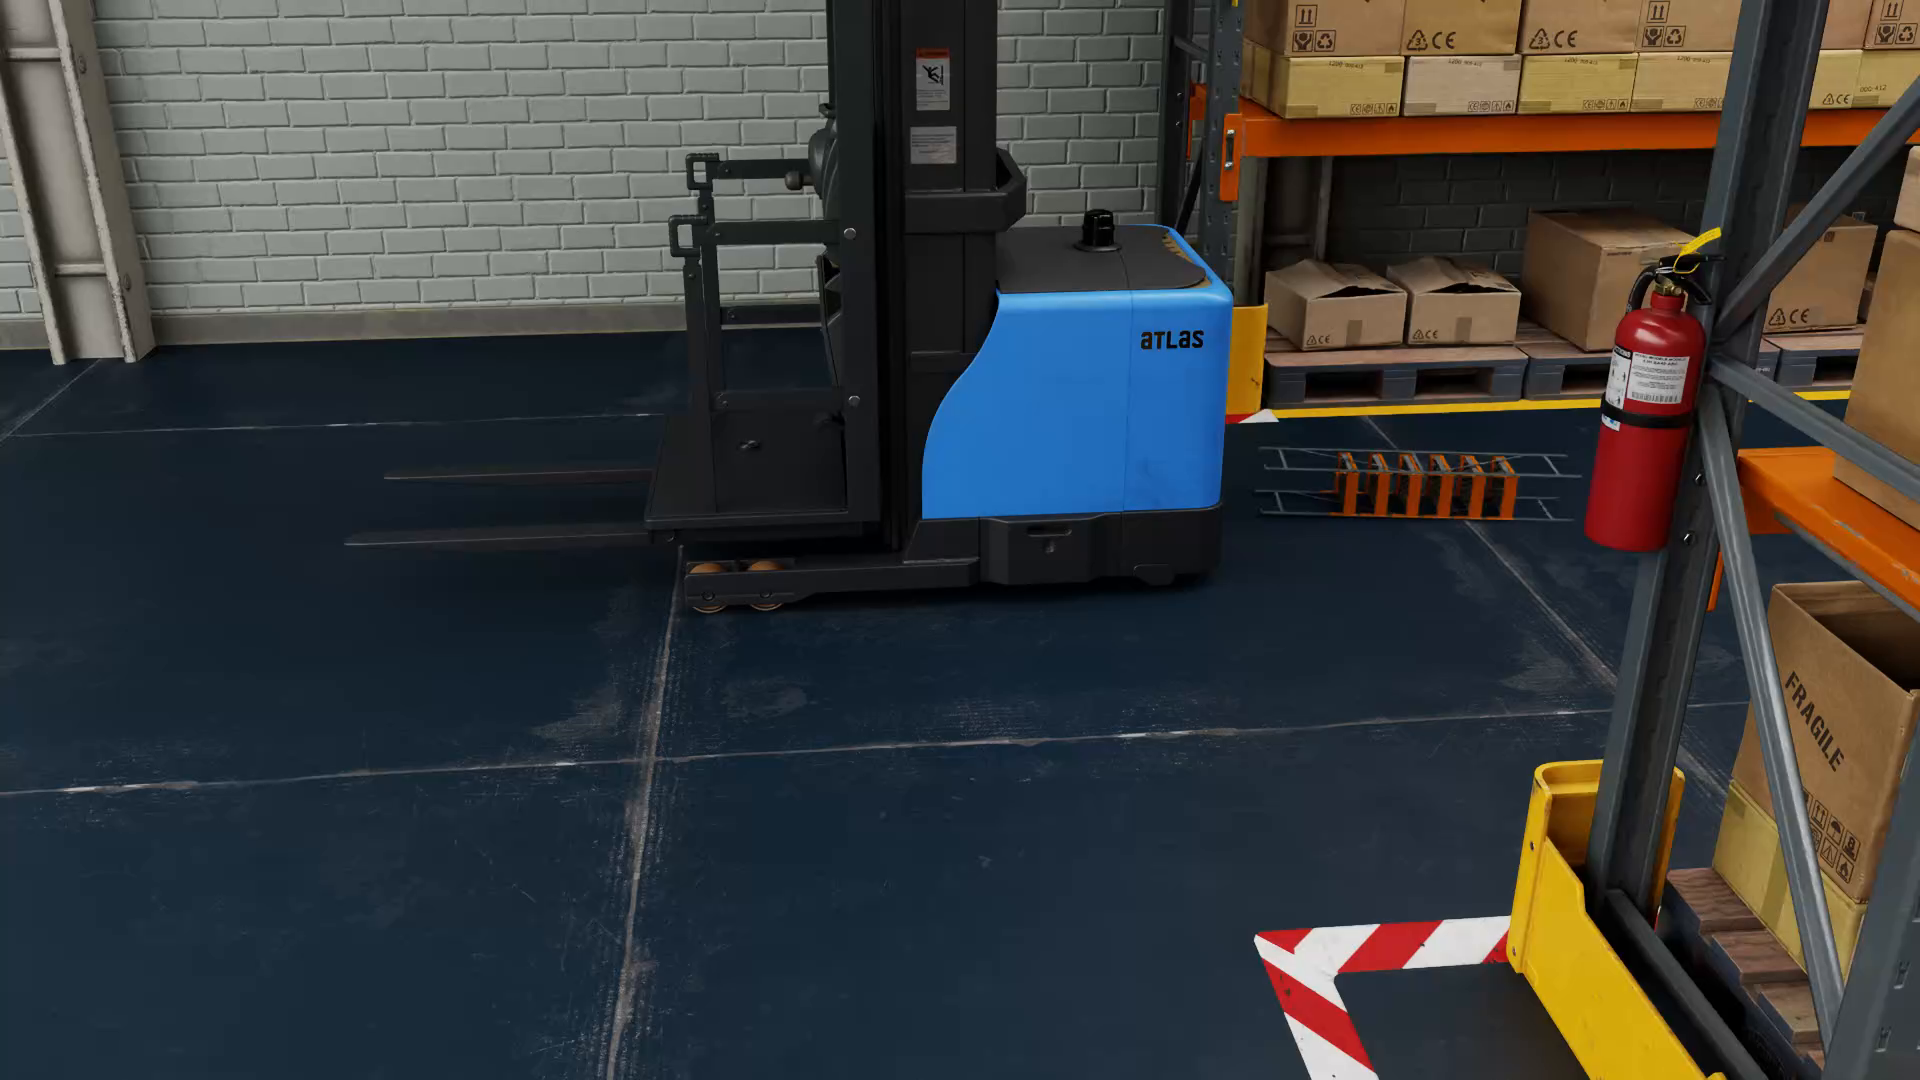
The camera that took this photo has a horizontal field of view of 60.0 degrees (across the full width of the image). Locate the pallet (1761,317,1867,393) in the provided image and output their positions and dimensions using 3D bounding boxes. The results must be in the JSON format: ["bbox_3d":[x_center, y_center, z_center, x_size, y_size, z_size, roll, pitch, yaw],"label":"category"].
[{"bbox_3d":[4.387,-1.013,8.268,1.213,0.211,1.003,-2,24,-5],"label":"pallet"}]

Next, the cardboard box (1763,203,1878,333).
[{"bbox_3d":[4.023,-1.329,8.083,0.500,0.500,0.500,-4,24,-9],"label":"cardboard box"}]

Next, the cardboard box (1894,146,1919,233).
[{"bbox_3d":[1.923,-0.601,2.986,0.250,0.149,0.380,-3,24,-6],"label":"cardboard box"}]

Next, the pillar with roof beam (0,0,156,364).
[{"bbox_3d":[-3.865,-3.308,2.612,0.400,9.000,9.100,-2,24,-5],"label":"pillar with roof beam"}]

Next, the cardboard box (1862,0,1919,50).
[{"bbox_3d":[4.115,-2.445,7.295,0.500,0.500,0.500,-2,24,-5],"label":"cardboard box"}]

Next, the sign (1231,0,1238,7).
[{"bbox_3d":[1.125,-2.345,6.766,0.005,0.325,0.100,-2,24,-5],"label":"sign"}]

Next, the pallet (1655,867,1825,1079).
[{"bbox_3d":[2.319,1.061,3.604,1.213,0.211,1.003,-2,24,-5],"label":"pallet"}]

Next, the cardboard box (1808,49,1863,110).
[{"bbox_3d":[3.614,-2.084,7.406,0.500,0.250,0.500,-2,24,-5],"label":"cardboard box"}]

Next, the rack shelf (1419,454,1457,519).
[{"bbox_3d":[1.851,-0.216,6.496,0.103,0.180,0.258,2,24,3],"label":"rack shelf"}]

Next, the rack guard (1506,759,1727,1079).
[{"bbox_3d":[1.538,0.977,3.436,0.348,0.500,1.175,-2,24,-5],"label":"rack guard"}]

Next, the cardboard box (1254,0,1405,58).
[{"bbox_3d":[1.576,-2.349,7.079,0.500,0.500,0.500,-2,24,-5],"label":"cardboard box"}]

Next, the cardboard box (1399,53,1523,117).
[{"bbox_3d":[2.103,-2.027,7.276,0.500,0.250,0.500,-3,24,-7],"label":"cardboard box"}]

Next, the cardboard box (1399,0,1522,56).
[{"bbox_3d":[2.068,-2.365,7.114,0.500,0.500,0.500,-2,24,-5],"label":"cardboard box"}]

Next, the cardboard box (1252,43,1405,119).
[{"bbox_3d":[1.588,-2.000,7.217,0.500,0.250,0.500,-3,24,-7],"label":"cardboard box"}]

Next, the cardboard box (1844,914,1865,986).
[{"bbox_3d":[2.117,0.967,3.250,0.500,0.250,0.500,-2,24,-5],"label":"cardboard box"}]

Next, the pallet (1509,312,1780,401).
[{"bbox_3d":[3.170,-0.963,8.156,1.213,0.211,1.003,-2,24,-5],"label":"pallet"}]

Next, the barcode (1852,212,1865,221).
[{"bbox_3d":[4.491,-1.608,8.317,0.075,0.075,0.001,-2,24,-5],"label":"barcode"}]

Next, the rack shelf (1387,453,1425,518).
[{"bbox_3d":[1.731,-0.220,6.502,0.103,0.180,0.258,2,24,3],"label":"rack shelf"}]

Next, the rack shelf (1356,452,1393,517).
[{"bbox_3d":[1.611,-0.223,6.508,0.103,0.180,0.258,2,24,3],"label":"rack shelf"}]

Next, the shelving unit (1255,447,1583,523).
[{"bbox_3d":[1.776,-0.218,6.500,1.200,0.189,0.258,2,24,3],"label":"shelving unit"}]

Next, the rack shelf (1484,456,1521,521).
[{"bbox_3d":[2.091,-0.210,6.485,0.103,0.180,0.258,2,24,3],"label":"rack shelf"}]

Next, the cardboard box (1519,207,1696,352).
[{"bbox_3d":[3.071,-1.250,7.905,0.500,0.500,0.700,-4,24,-8],"label":"cardboard box"}]

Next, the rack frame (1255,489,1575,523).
[{"bbox_3d":[1.775,-0.135,6.537,1.200,0.006,0.240,2,24,3],"label":"rack frame"}]

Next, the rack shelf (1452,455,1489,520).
[{"bbox_3d":[1.971,-0.213,6.491,0.103,0.180,0.258,2,24,3],"label":"rack shelf"}]

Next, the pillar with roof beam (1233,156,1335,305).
[{"bbox_3d":[2.106,-3.547,3.151,0.400,9.000,9.100,-2,24,-5],"label":"pillar with roof beam"}]

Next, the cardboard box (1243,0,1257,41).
[{"bbox_3d":[1.519,-2.556,7.545,0.500,0.500,0.500,-3,24,-6],"label":"cardboard box"}]

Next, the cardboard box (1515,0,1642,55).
[{"bbox_3d":[2.583,-2.383,7.155,0.500,0.500,0.500,-3,24,-7],"label":"cardboard box"}]

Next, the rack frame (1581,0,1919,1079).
[{"bbox_3d":[1.562,-0.166,2.931,0.127,3.000,1.000,-2,24,-5],"label":"rack frame"}]

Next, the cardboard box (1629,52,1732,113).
[{"bbox_3d":[3.114,-2.064,7.360,0.500,0.250,0.500,-2,24,-5],"label":"cardboard box"}]

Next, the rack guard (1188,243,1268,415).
[{"bbox_3d":[1.147,-1.029,7.950,0.348,0.500,1.175,-2,24,-5],"label":"rack guard"}]

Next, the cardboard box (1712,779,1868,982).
[{"bbox_3d":[2.066,0.758,3.721,0.500,0.250,0.500,-2,24,-5],"label":"cardboard box"}]

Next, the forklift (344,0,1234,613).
[{"bbox_3d":[-0.627,-1.315,5.600,3.031,2.935,1.130,-2,24,-5],"label":"forklift"}]

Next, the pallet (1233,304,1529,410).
[{"bbox_3d":[1.959,-0.915,8.049,1.213,0.211,1.003,-2,24,-5],"label":"pallet"}]

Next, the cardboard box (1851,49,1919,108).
[{"bbox_3d":[4.113,-2.111,7.465,0.500,0.250,0.500,-2,24,-5],"label":"cardboard box"}]

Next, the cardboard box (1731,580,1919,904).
[{"bbox_3d":[2.066,0.414,3.570,0.500,0.500,0.500,-2,24,-5],"label":"cardboard box"}]

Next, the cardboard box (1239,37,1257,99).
[{"bbox_3d":[1.517,-2.206,7.680,0.500,0.250,0.500,-2,24,-4],"label":"cardboard box"}]

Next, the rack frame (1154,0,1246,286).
[{"bbox_3d":[1.071,-2.168,7.435,0.127,3.000,1.000,-2,24,-5],"label":"rack frame"}]

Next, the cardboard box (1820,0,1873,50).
[{"bbox_3d":[3.613,-2.429,7.259,0.500,0.500,0.500,-3,24,-7],"label":"cardboard box"}]

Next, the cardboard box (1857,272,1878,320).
[{"bbox_3d":[4.522,-1.201,8.205,0.250,0.166,0.380,-5,25,-12],"label":"cardboard box"}]

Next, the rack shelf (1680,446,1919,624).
[{"bbox_3d":[3.552,0.083,3.256,4.000,0.370,1.077,-2,24,-5],"label":"rack shelf"}]

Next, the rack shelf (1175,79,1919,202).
[{"bbox_3d":[3.061,-1.919,7.761,4.000,0.370,1.077,-2,24,-5],"label":"rack shelf"}]

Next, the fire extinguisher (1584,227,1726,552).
[{"bbox_3d":[1.398,-0.314,3.358,0.183,0.674,0.296,-2,24,-5],"label":"fire extinguisher"}]

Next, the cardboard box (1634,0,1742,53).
[{"bbox_3d":[3.096,-2.408,7.212,0.500,0.500,0.500,-2,24,-3],"label":"cardboard box"}]

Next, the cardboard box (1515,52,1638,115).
[{"bbox_3d":[2.611,-2.044,7.317,0.500,0.250,0.500,-3,24,-6],"label":"cardboard box"}]

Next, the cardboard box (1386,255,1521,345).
[{"bbox_3d":[2.336,-1.155,7.923,0.500,0.311,0.500,0,24,-1],"label":"cardboard box"}]

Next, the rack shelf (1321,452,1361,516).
[{"bbox_3d":[1.492,-0.226,6.514,0.103,0.180,0.258,2,24,3],"label":"rack shelf"}]

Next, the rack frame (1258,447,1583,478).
[{"bbox_3d":[1.776,-0.302,6.463,1.200,0.006,0.240,2,24,3],"label":"rack frame"}]

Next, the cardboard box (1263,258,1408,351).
[{"bbox_3d":[1.768,-1.132,7.872,0.500,0.311,0.500,-5,24,-11],"label":"cardboard box"}]

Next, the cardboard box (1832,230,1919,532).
[{"bbox_3d":[2.027,-0.225,2.941,0.500,0.500,0.700,-2,24,-5],"label":"cardboard box"}]
